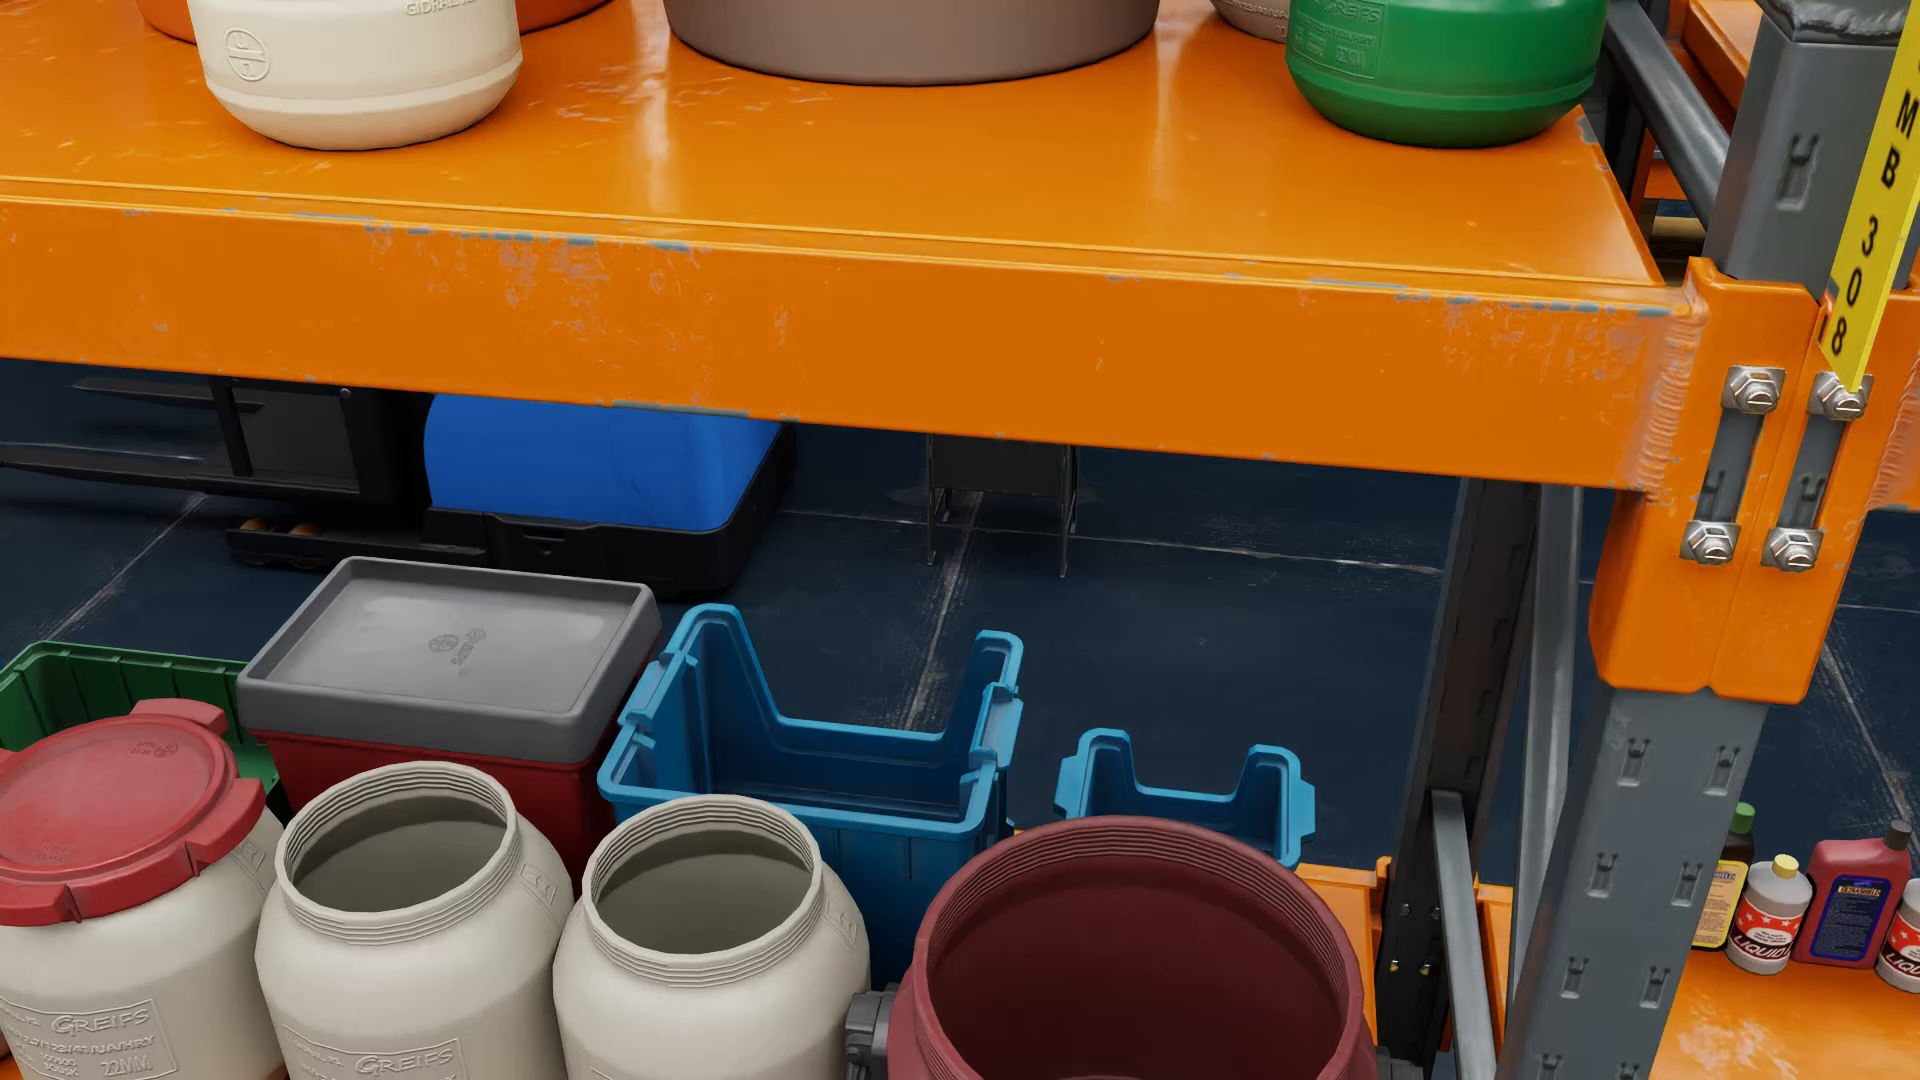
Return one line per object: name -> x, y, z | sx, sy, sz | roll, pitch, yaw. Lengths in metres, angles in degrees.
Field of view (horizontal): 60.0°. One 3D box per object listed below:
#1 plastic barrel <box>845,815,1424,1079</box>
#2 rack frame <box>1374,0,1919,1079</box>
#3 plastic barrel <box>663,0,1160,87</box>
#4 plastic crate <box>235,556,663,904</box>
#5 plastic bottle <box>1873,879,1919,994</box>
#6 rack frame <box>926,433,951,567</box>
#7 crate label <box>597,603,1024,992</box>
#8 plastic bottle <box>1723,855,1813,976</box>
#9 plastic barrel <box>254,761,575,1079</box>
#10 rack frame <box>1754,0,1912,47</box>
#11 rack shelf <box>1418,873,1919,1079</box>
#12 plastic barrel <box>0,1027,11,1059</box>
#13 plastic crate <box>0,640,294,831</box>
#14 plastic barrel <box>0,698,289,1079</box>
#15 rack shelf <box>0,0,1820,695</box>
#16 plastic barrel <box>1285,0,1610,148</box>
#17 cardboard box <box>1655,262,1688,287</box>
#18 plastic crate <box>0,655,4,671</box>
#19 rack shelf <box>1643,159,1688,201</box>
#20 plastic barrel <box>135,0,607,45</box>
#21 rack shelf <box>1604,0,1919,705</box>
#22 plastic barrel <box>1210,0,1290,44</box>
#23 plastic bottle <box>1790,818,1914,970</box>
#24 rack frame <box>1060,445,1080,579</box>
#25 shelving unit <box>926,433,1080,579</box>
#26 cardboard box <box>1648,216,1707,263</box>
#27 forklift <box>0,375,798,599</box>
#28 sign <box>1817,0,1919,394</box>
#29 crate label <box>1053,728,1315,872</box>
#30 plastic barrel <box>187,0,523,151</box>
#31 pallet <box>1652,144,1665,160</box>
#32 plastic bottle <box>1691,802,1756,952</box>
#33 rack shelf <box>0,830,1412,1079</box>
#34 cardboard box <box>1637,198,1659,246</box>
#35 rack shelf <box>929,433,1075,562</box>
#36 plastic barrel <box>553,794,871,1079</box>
plastic barrel -> 0.209, 0.733, 2.123 | 0.708, 0.536, 0.600 | 5, 32, 8
rack frame -> 0.718, 0.674, 2.346 | 0.127, 3.000, 1.000 | 5, 32, 8
plastic barrel -> -0.055, -0.997, 1.716 | 0.600, 0.901, 0.600 | 0, 32, 0
plastic crate -> -0.824, 0.343, 2.815 | 0.583, 0.464, 0.402 | 5, 32, 8
plastic bottle -> 1.526, 0.612, 2.633 | 0.097, 0.201, 0.097 | 0, 32, 0
rack frame -> -0.077, -0.897, 5.704 | 0.015, 2.100, 0.400 | 5, 32, 8
crate label -> -0.216, 0.429, 2.704 | 0.616, 0.435, 0.502 | 5, 32, 8
plastic bottle -> 1.299, 0.591, 2.666 | 0.097, 0.201, 0.097 | 0, 32, 0
plastic barrel -> -0.747, 0.609, 2.345 | 0.421, 0.512, 0.421 | 0, 32, 0
rack frame -> 0.718, -1.869, 0.754 | 0.127, 3.000, 1.000 | 5, 32, 8
rack shelf -> 2.689, 1.157, 2.252 | 4.000, 0.370, 1.077 | 5, 32, 8
plastic barrel -> -1.596, 0.525, 2.456 | 0.433, 0.535, 0.433 | 0, 32, 0
plastic crate -> -1.461, 0.415, 2.960 | 0.662, 0.188, 0.450 | 5, 32, 8
plastic barrel -> -1.169, 0.564, 2.394 | 0.433, 0.535, 0.433 | 0, 32, 0
rack shelf -> -1.254, -0.471, 2.026 | 4.000, 0.370, 1.077 | 5, 32, 8
plastic barrel -> 0.466, -0.527, 1.584 | 0.294, 0.245, 0.294 | 0, 32, 0
cardboard box -> 2.966, -0.762, 6.581 | 0.500, 0.500, 0.500 | 5, 32, 8
plastic crate -> -2.085, 0.260, 3.023 | 0.575, 0.384, 0.392 | 5, 32, 8
rack shelf -> 3.526, -1.433, 6.390 | 4.000, 0.370, 1.077 | 5, 32, 8
plastic barrel -> -0.700, -1.025, 1.828 | 0.708, 0.830, 0.600 | 5, 32, 8
rack shelf -> 2.689, -0.114, 1.456 | 4.000, 0.370, 1.077 | 5, 32, 8
plastic barrel -> 0.463, -0.833, 1.821 | 0.421, 0.512, 0.421 | 0, 32, 0
plastic bottle -> 1.416, 0.557, 2.643 | 0.133, 0.283, 0.061 | 5, 32, 8
rack frame -> 0.404, -0.853, 5.634 | 0.015, 2.100, 0.400 | 5, 32, 8
shelving unit -> 0.163, -0.875, 5.669 | 0.503, 2.100, 0.431 | 5, 32, 8
cardboard box -> 3.026, -1.036, 7.019 | 0.500, 0.500, 0.500 | 4, 32, 6
forklift -> -2.212, -1.403, 5.729 | 3.031, 2.935, 1.130 | 5, 32, 8
sign -> 0.632, -0.265, 1.117 | 0.005, 0.325, 0.100 | 5, 32, 8
crate label -> 0.366, 0.511, 2.764 | 0.416, 0.233, 0.303 | 5, 32, 8
plastic barrel -> -0.575, -0.530, 1.573 | 0.301, 0.262, 0.301 | 0, 32, 0
pallet -> 2.235, -1.811, 6.497 | 1.003, 0.211, 1.213 | 5, 32, 8
plastic bottle -> 1.188, 0.536, 2.676 | 0.133, 0.283, 0.061 | 5, 32, 8
rack shelf -> -1.254, 0.800, 2.822 | 4.000, 0.370, 1.077 | 5, 32, 8
cardboard box -> 2.572, -1.398, 6.890 | 0.500, 0.250, 0.500 | 6, 33, 10
rack shelf -> 0.163, -0.270, 6.048 | 0.480, 0.518, 0.431 | 5, 32, 8
plastic barrel -> -0.332, 0.647, 2.285 | 0.421, 0.512, 0.421 | 0, 32, 0
